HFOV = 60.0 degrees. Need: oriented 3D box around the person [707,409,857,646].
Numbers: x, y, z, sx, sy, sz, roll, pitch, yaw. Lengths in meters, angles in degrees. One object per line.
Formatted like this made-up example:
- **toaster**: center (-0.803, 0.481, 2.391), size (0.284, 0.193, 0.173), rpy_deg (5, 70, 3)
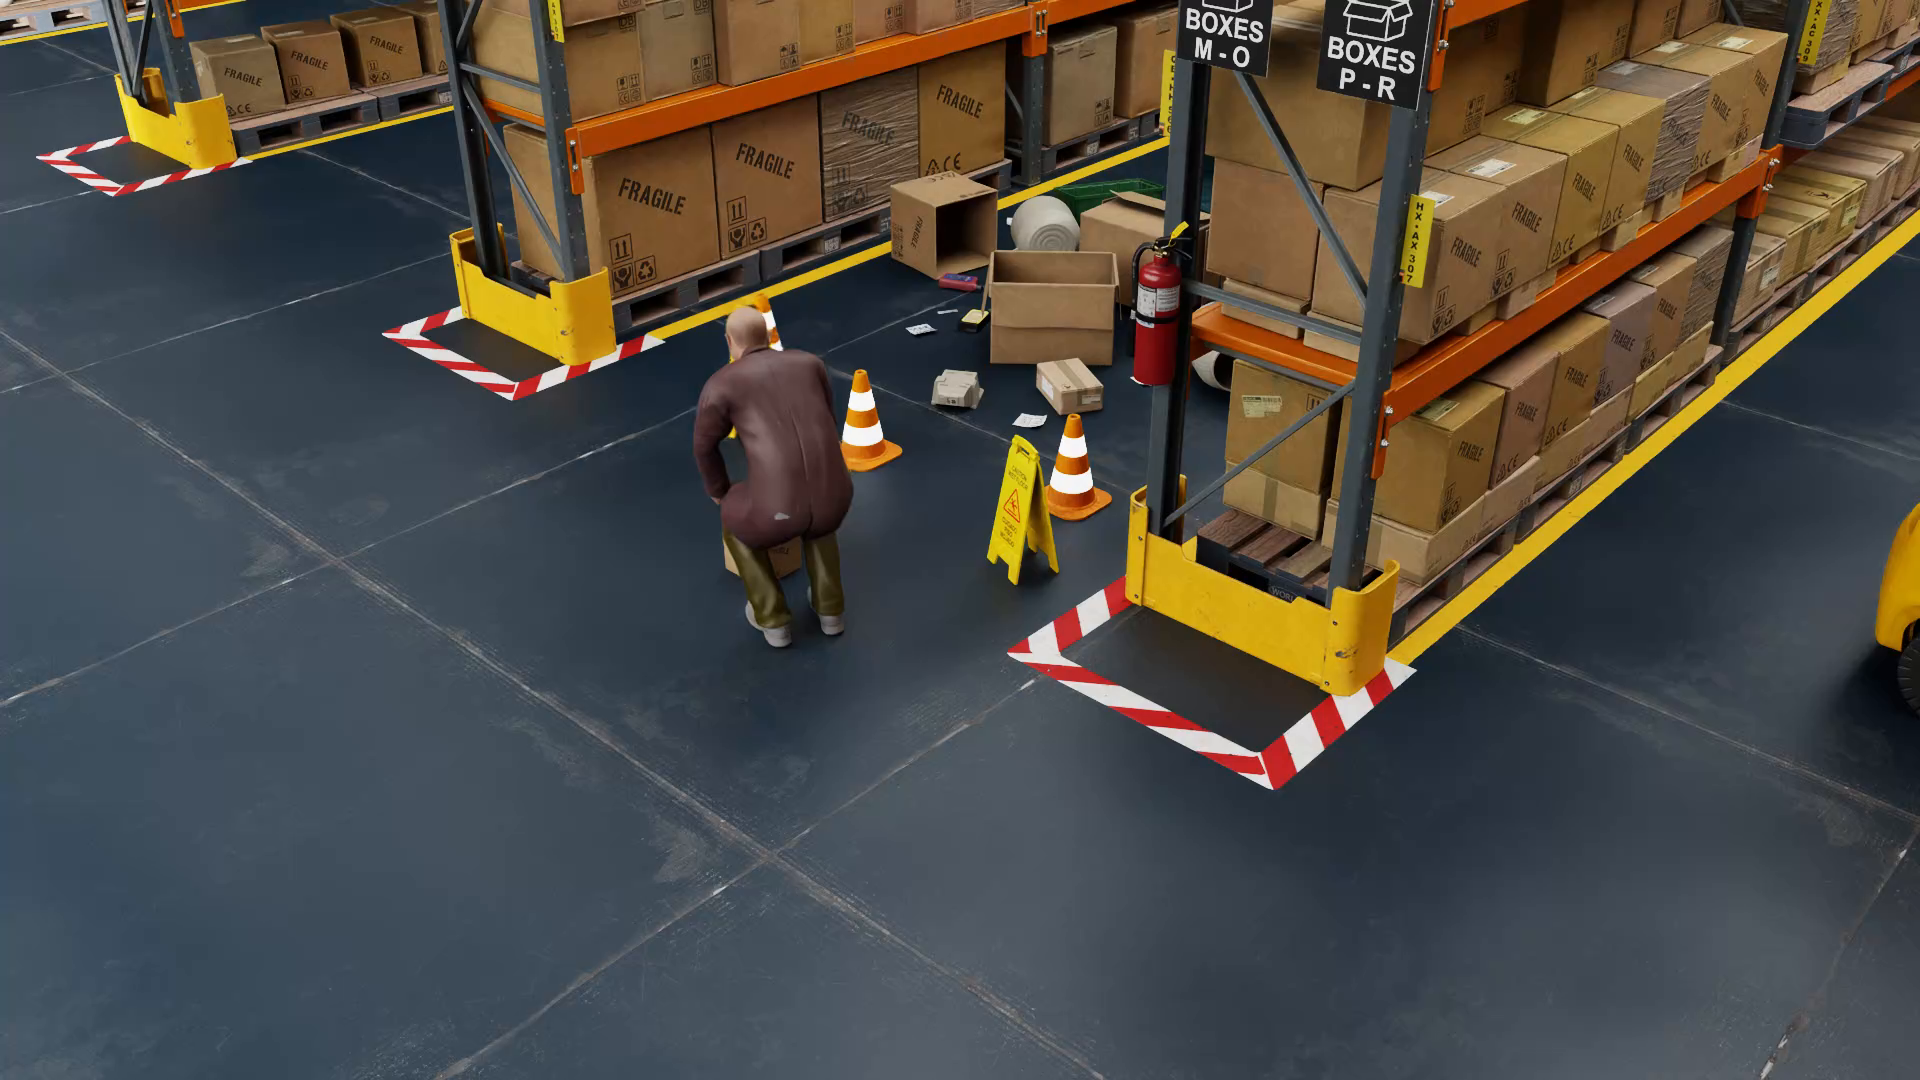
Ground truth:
- **person**: center (-0.780, -0.038, 7.227), size (0.579, 0.863, 0.942), rpy_deg (-13, 33, -20)
